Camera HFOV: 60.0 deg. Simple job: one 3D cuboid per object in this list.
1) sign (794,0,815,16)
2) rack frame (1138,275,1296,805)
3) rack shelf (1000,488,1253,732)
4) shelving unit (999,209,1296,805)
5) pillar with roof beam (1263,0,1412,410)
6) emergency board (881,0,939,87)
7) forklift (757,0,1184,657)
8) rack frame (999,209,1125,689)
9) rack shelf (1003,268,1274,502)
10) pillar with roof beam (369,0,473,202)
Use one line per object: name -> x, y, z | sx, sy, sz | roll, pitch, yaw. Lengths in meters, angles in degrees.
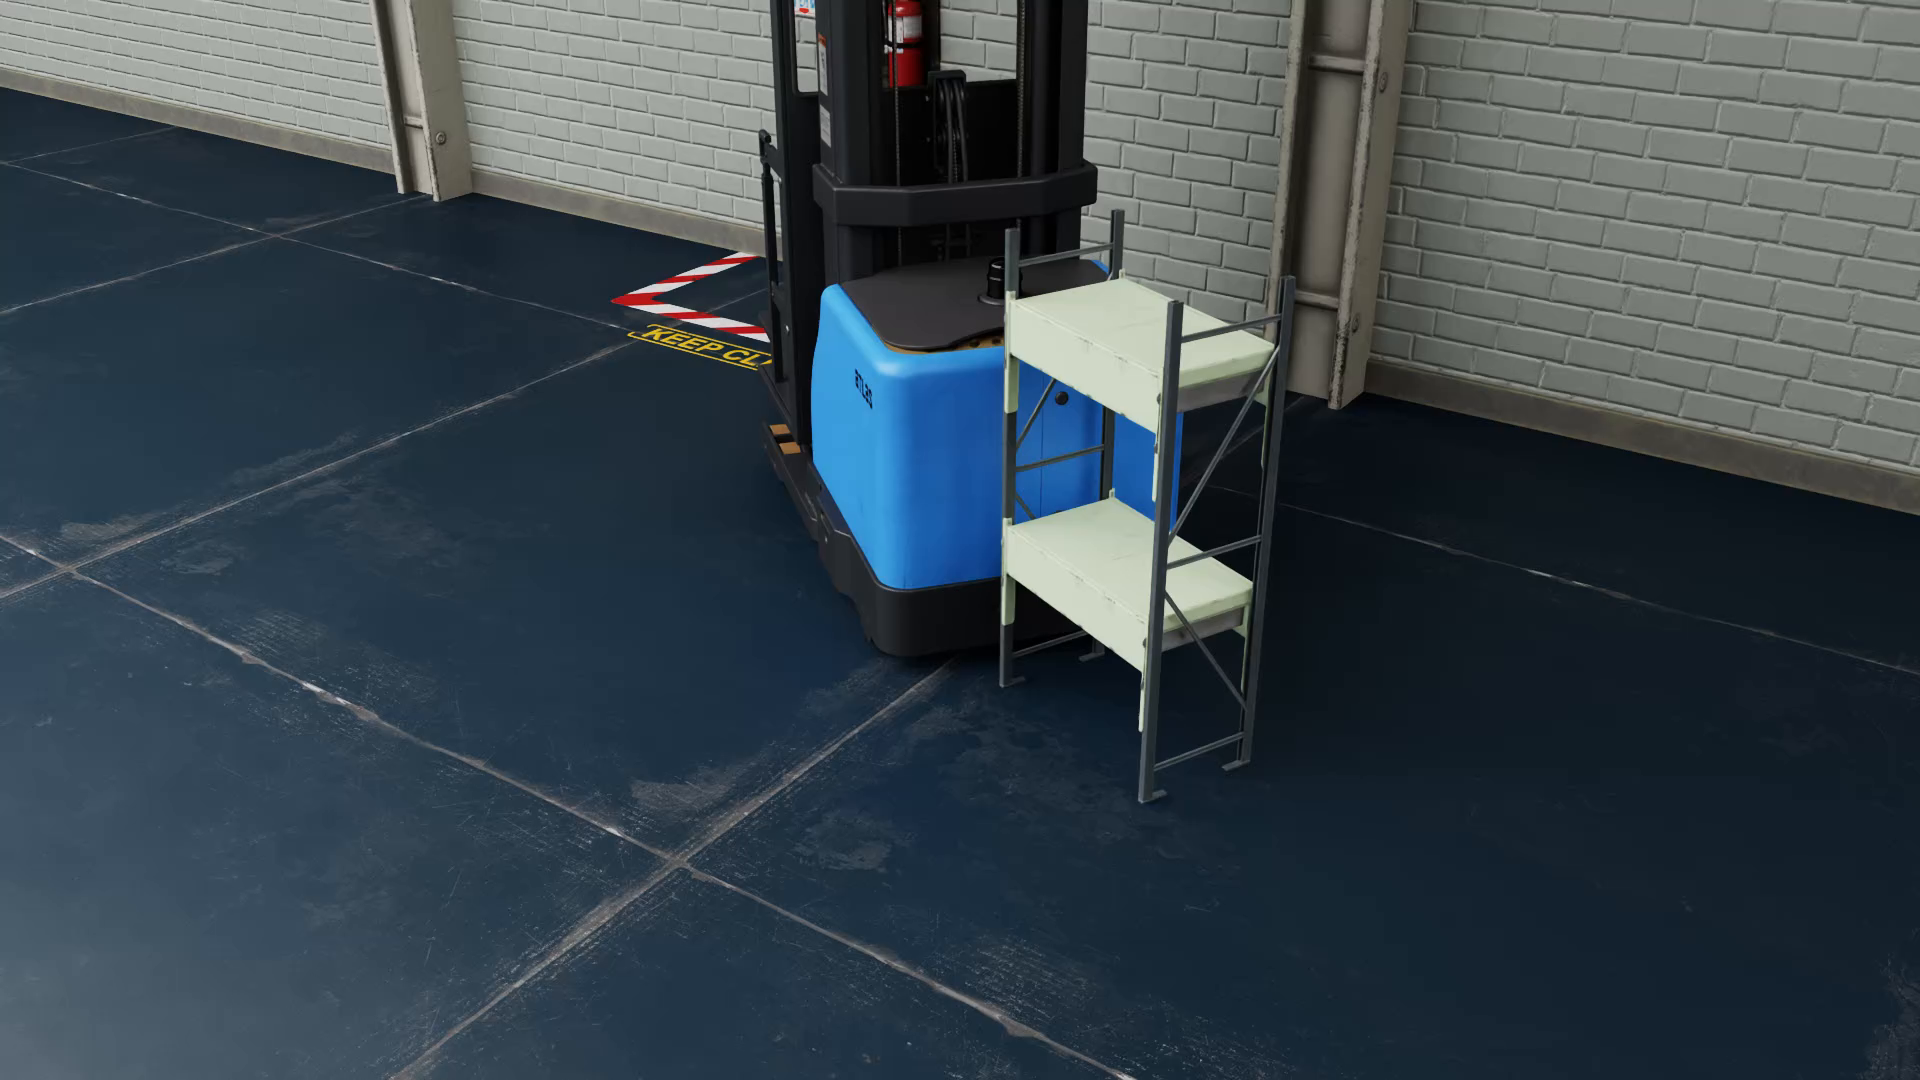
sign -> -0.805, -2.867, 8.538 | 0.234, 0.329, 0.001 | 17, 32, 30
rack frame -> 0.687, 0.038, 4.522 | 0.400, 1.500, 0.023 | -16, 31, -28
rack shelf -> 0.495, 0.187, 4.947 | 0.431, 0.370, 0.720 | -16, 31, -28
shelving unit -> 0.495, -0.103, 4.799 | 0.431, 1.500, 0.755 | -16, 31, -28
pillar with roof beam -> -0.830, -3.086, 2.393 | 0.400, 9.000, 9.100 | 17, 32, 30
emergency board -> -0.408, -2.671, 8.191 | 0.643, 1.169, 0.194 | 17, 32, 30
forklift -> -0.184, -1.580, 6.122 | 1.130, 2.935, 3.031 | -8, 28, -15
rack frame -> 0.302, -0.244, 5.077 | 0.400, 1.500, 0.023 | -16, 31, -28
rack shelf -> 0.495, -0.451, 4.622 | 0.431, 0.370, 0.720 | -16, 31, -28
pillar with roof beam -> -5.776, -4.627, 5.421 | 0.400, 9.000, 9.100 | 17, 32, 30
